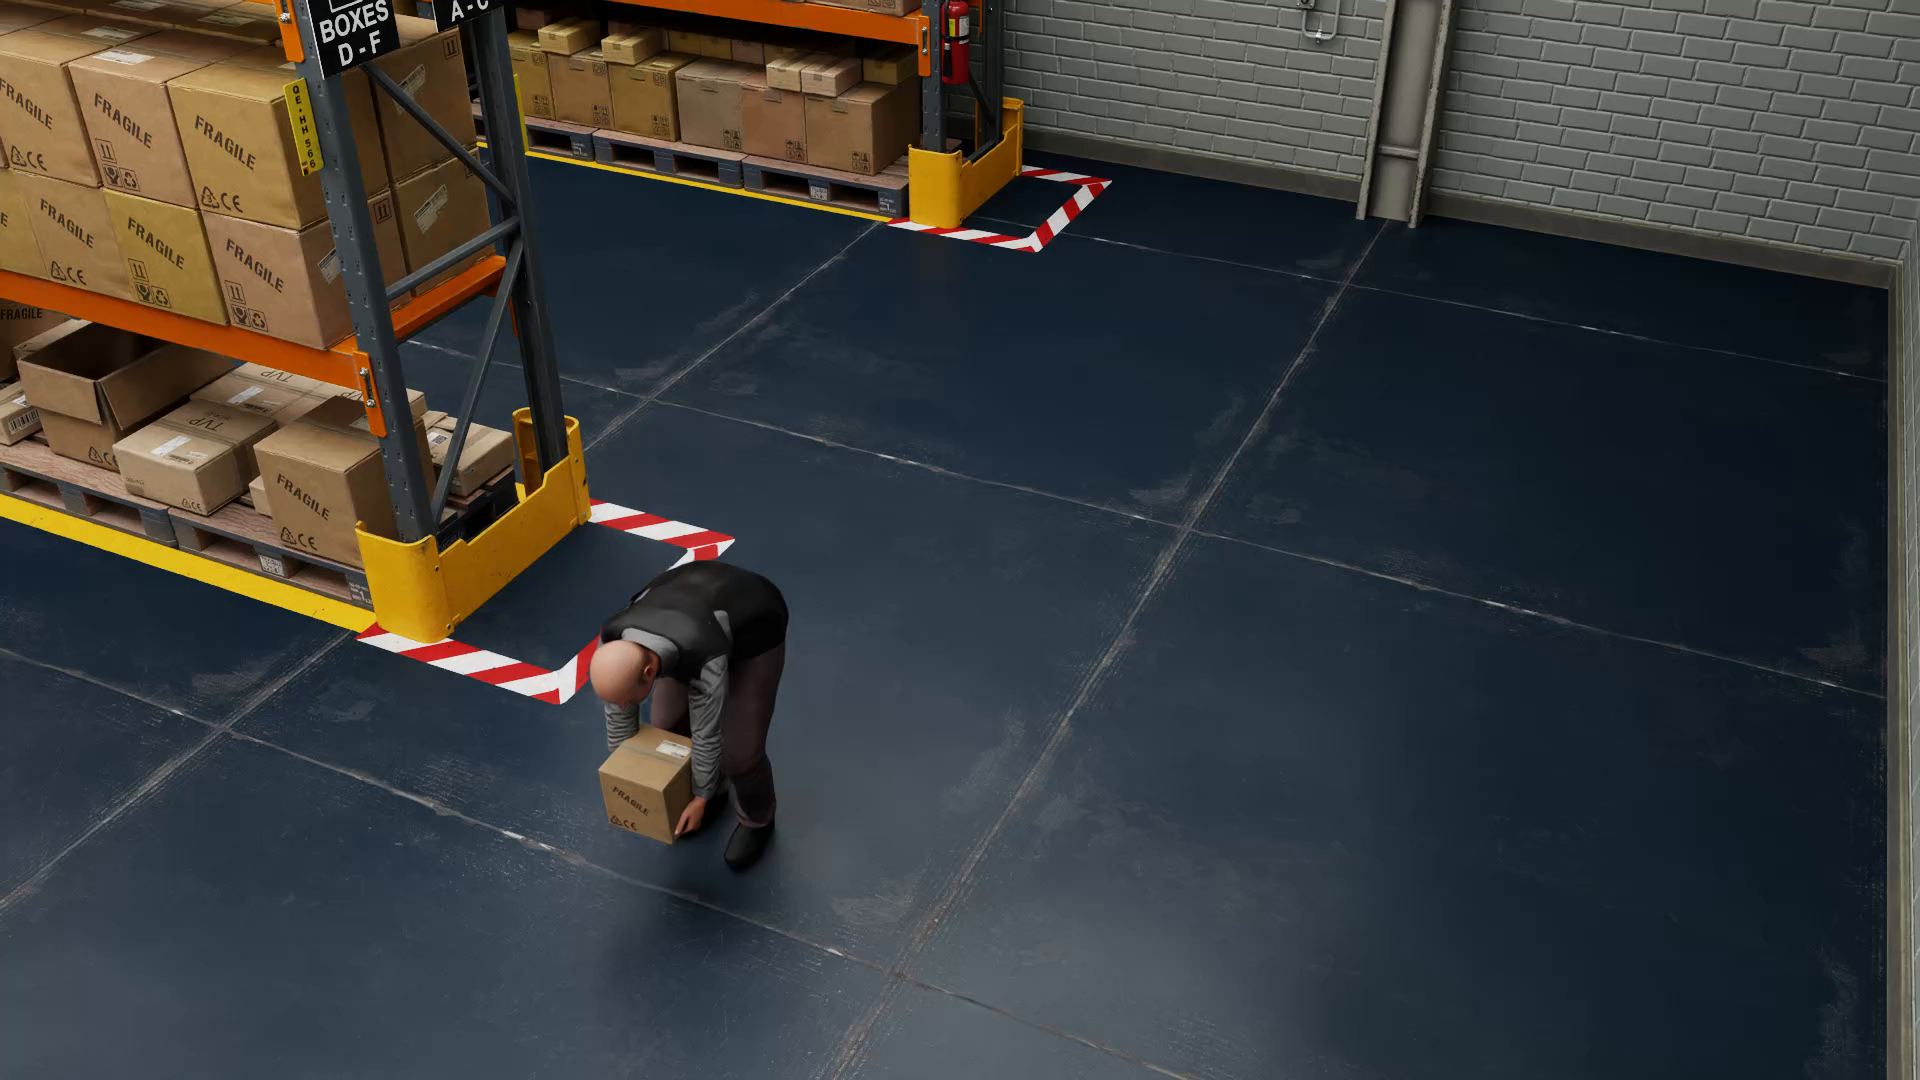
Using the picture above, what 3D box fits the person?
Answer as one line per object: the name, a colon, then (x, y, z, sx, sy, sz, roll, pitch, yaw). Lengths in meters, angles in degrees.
person: (-0.912, 0.643, 5.658, 0.478, 1.208, 0.924, 13, 36, 19)
